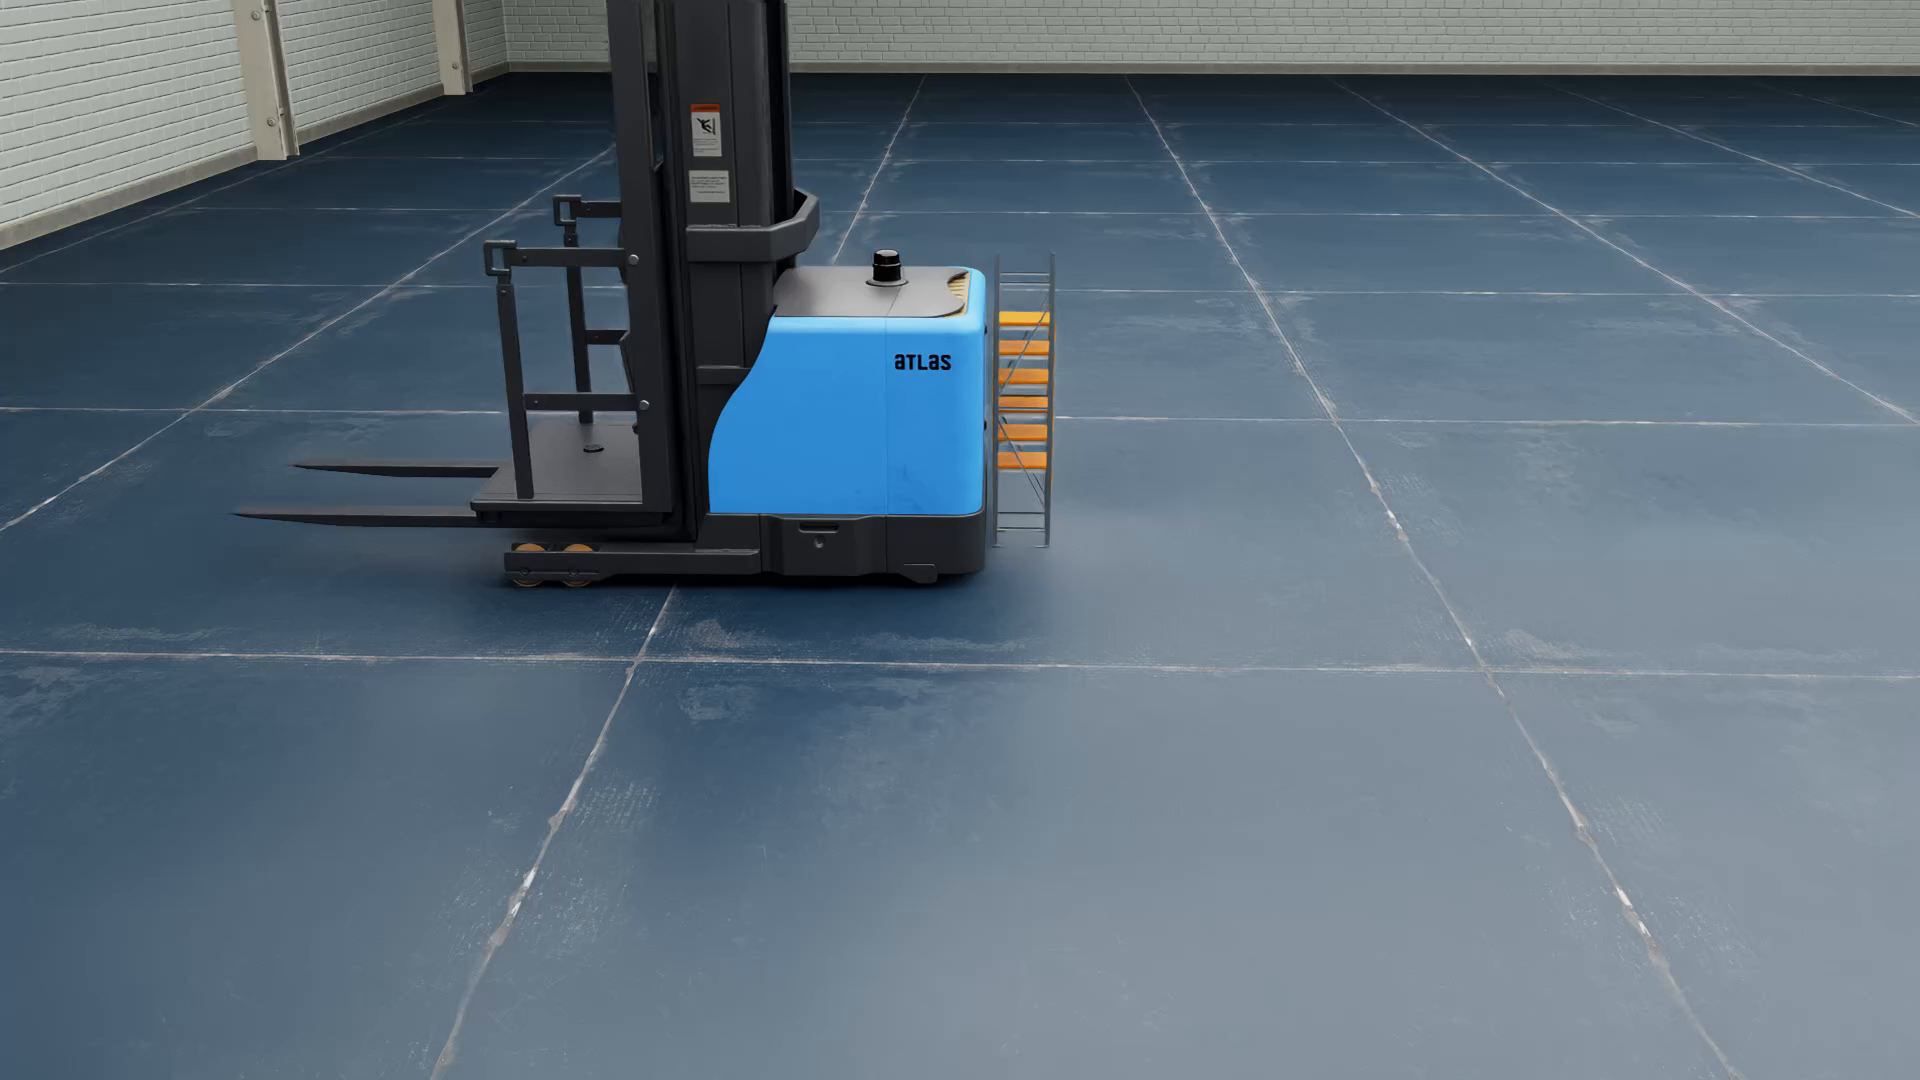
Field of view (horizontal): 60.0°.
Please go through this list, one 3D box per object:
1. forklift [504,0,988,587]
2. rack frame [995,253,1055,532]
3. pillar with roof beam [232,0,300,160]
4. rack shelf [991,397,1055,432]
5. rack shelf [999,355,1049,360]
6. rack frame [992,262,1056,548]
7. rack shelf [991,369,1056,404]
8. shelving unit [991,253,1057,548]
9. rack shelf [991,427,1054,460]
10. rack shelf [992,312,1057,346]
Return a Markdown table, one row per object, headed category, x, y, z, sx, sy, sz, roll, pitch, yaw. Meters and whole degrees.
| category | x | y | z | sx | sy | sz | roll | pitch | yaw |
| --- | --- | --- | --- | --- | --- | --- | --- | --- | --- |
| forklift | -1.406 | -1.370 | 6.509 | 3.031 | 2.935 | 1.130 | 1 | 21 | 2 |
| rack frame | 0.261 | -0.595 | 6.903 | 0.240 | 1.200 | 0.006 | 1 | 21 | 2 |
| pillar with roof beam | -2.792 | -8.128 | 15.536 | 9.100 | 9.000 | 0.400 | 1 | 21 | 2 |
| rack shelf | 0.258 | -0.520 | 6.834 | 0.258 | 0.103 | 0.180 | 1 | 21 | 2 |
| rack shelf | 0.258 | -0.763 | 6.740 | 0.199 | 0.020 | 0.166 | 1 | 21 | 2 |
| rack frame | 0.255 | -0.529 | 6.732 | 0.240 | 1.200 | 0.006 | 1 | 21 | 2 |
| rack shelf | 0.258 | -0.632 | 6.790 | 0.258 | 0.103 | 0.180 | 1 | 21 | 2 |
| shelving unit | 0.258 | -0.562 | 6.817 | 0.258 | 1.200 | 0.189 | 1 | 21 | 2 |
| rack shelf | 0.258 | -0.408 | 6.877 | 0.258 | 0.103 | 0.180 | 1 | 21 | 2 |
| rack shelf | 0.258 | -0.856 | 6.703 | 0.258 | 0.103 | 0.180 | 1 | 21 | 2 |
